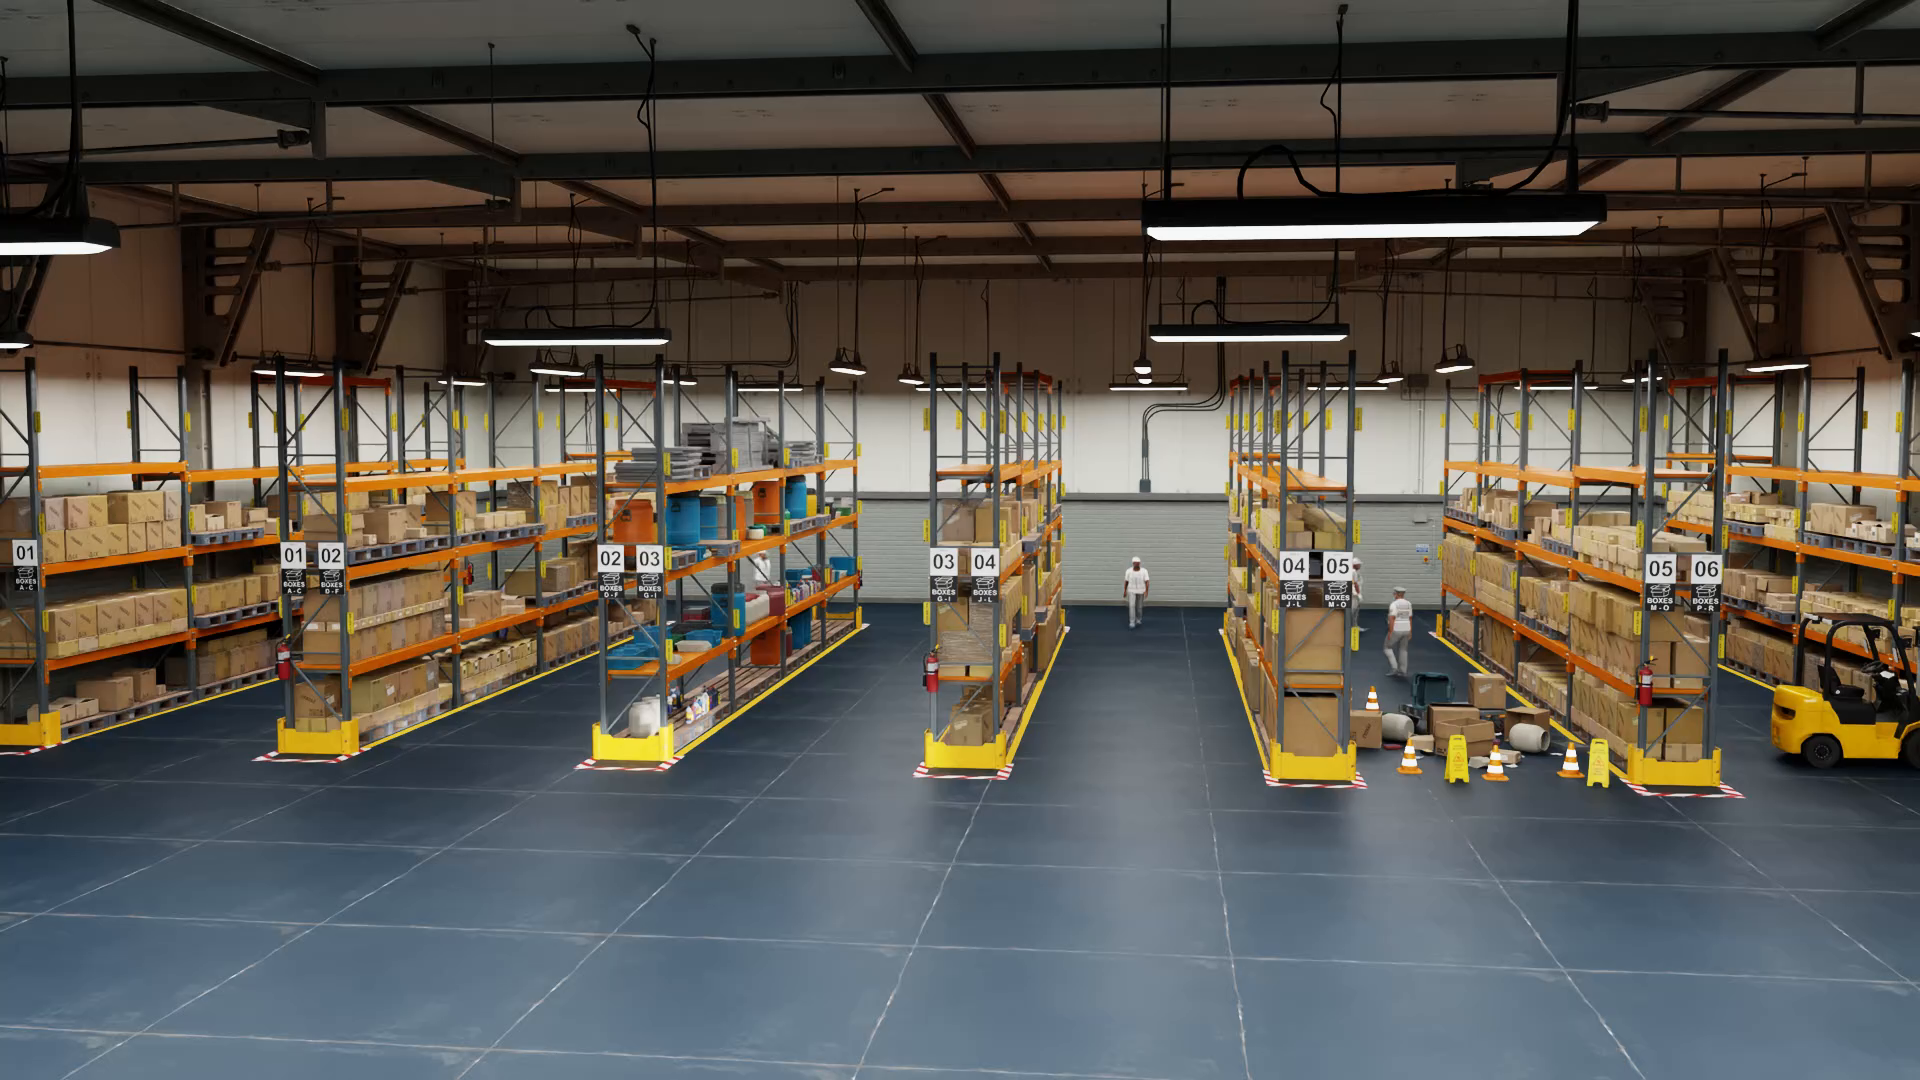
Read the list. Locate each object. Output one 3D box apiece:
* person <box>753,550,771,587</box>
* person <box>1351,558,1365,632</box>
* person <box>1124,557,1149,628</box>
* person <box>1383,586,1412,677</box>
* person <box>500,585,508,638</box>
[{"bbox_3d":[-5.233,1.045,43.506,0.803,1.751,0.532,2,5,27],"label":"person"},{"bbox_3d":[9.306,1.311,39.436,0.705,1.782,0.598,0,4,3],"label":"person"},{"bbox_3d":[4.308,1.259,40.521,0.602,1.698,1.092,0,4,1],"label":"person"},{"bbox_3d":[8.658,1.816,32.797,0.577,1.793,0.408,-2,4,-24],"label":"person"},{"bbox_3d":[-9.954,1.572,36.853,0.587,1.657,0.398,1,4,10],"label":"person"}]
